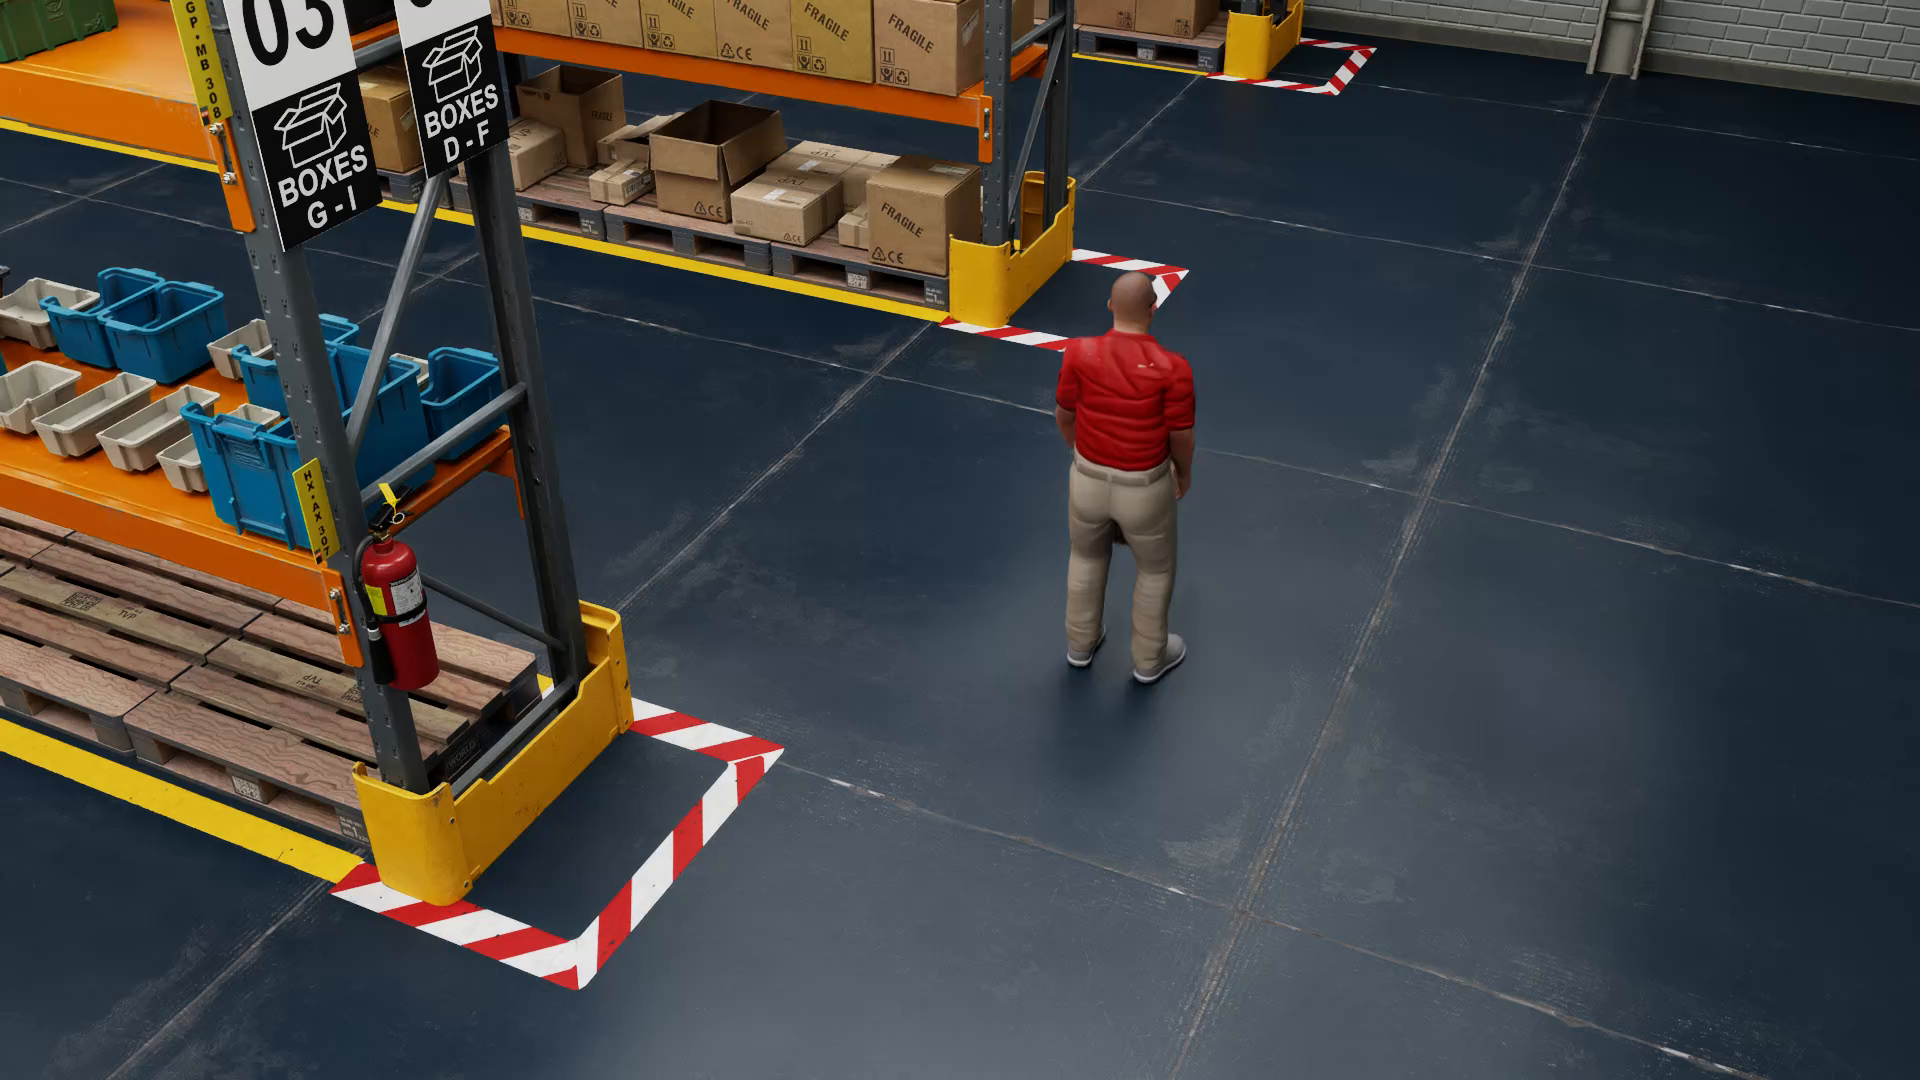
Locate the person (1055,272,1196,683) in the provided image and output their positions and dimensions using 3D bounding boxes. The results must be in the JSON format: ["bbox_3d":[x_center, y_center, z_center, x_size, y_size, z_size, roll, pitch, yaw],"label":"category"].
[{"bbox_3d":[0.642,-0.231,6.498,0.554,1.732,0.393,13,36,19],"label":"person"}]
